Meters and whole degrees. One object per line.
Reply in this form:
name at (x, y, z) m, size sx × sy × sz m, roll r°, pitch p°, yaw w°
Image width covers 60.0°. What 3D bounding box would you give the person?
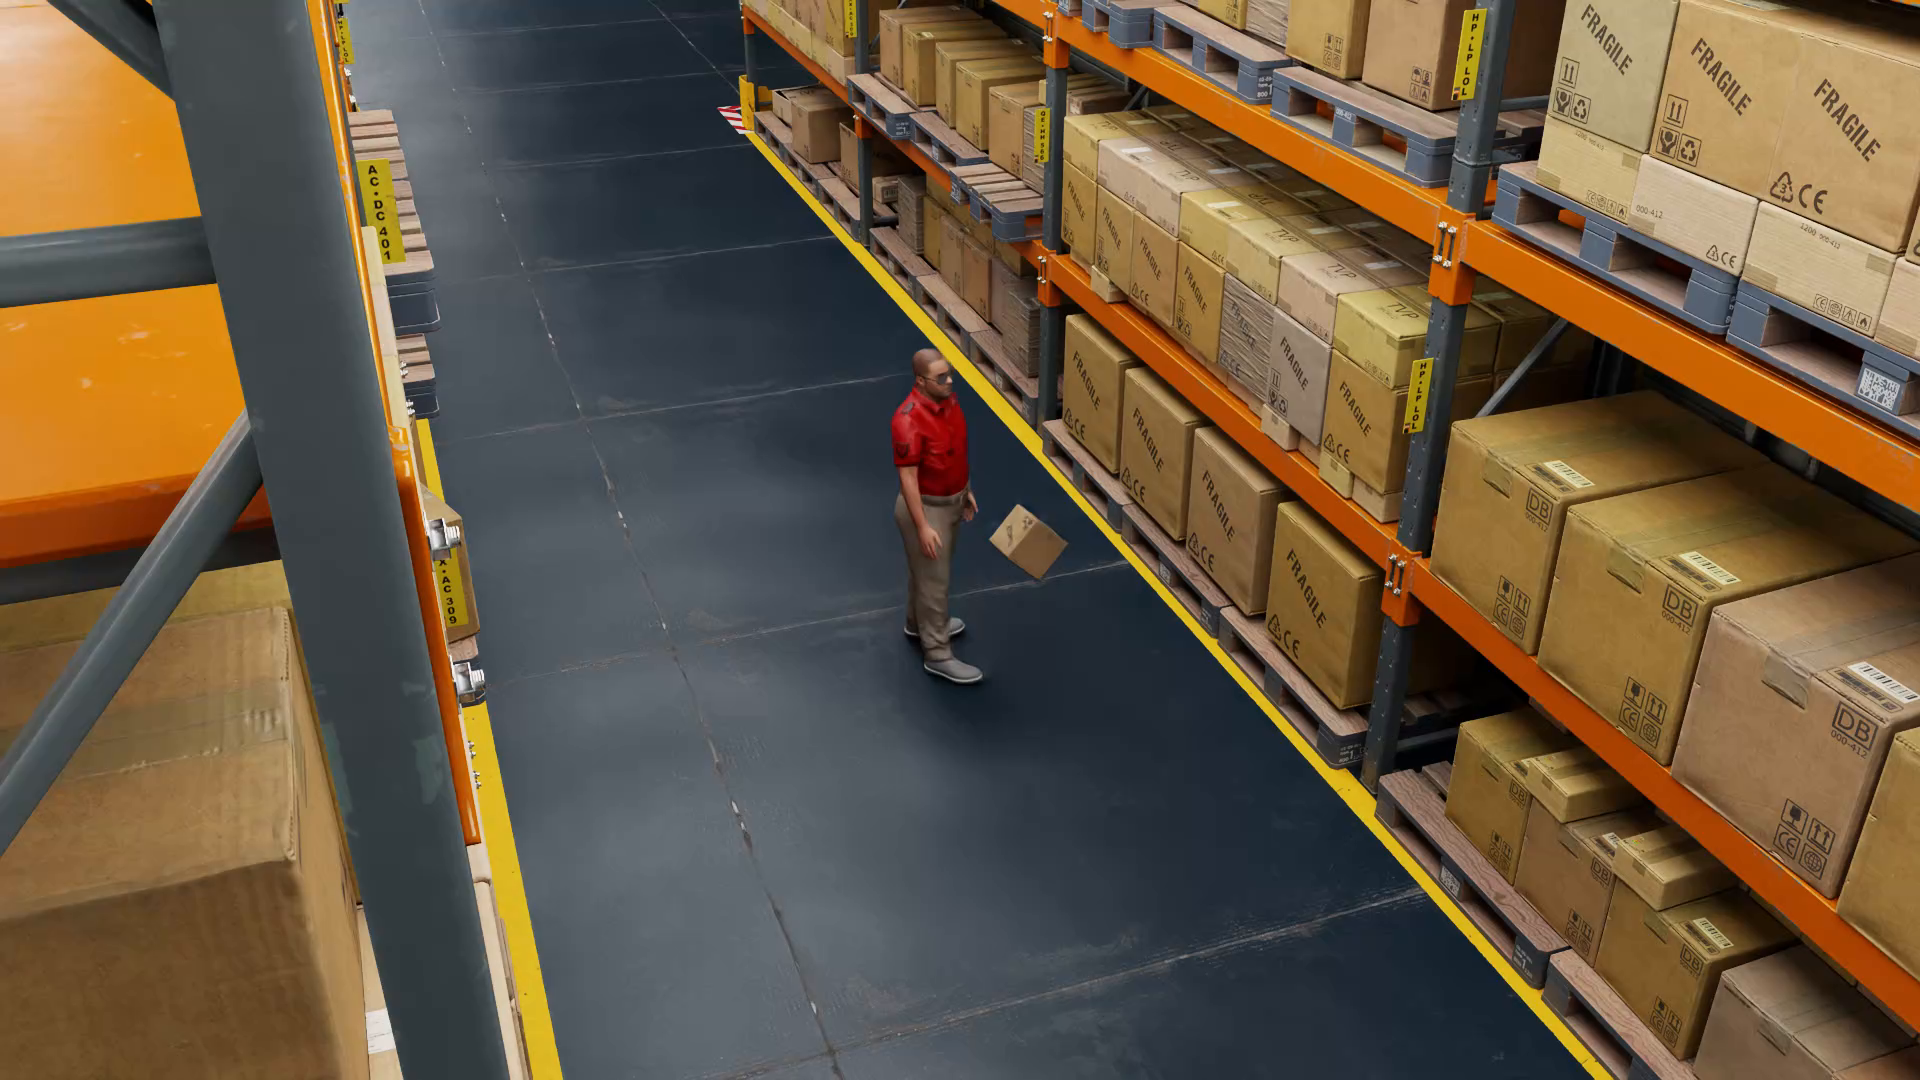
person at (-0.082, -0.141, 8.370) m, size 0.570 × 1.722 × 0.620 m, roll 12°, pitch 32°, yaw 21°
